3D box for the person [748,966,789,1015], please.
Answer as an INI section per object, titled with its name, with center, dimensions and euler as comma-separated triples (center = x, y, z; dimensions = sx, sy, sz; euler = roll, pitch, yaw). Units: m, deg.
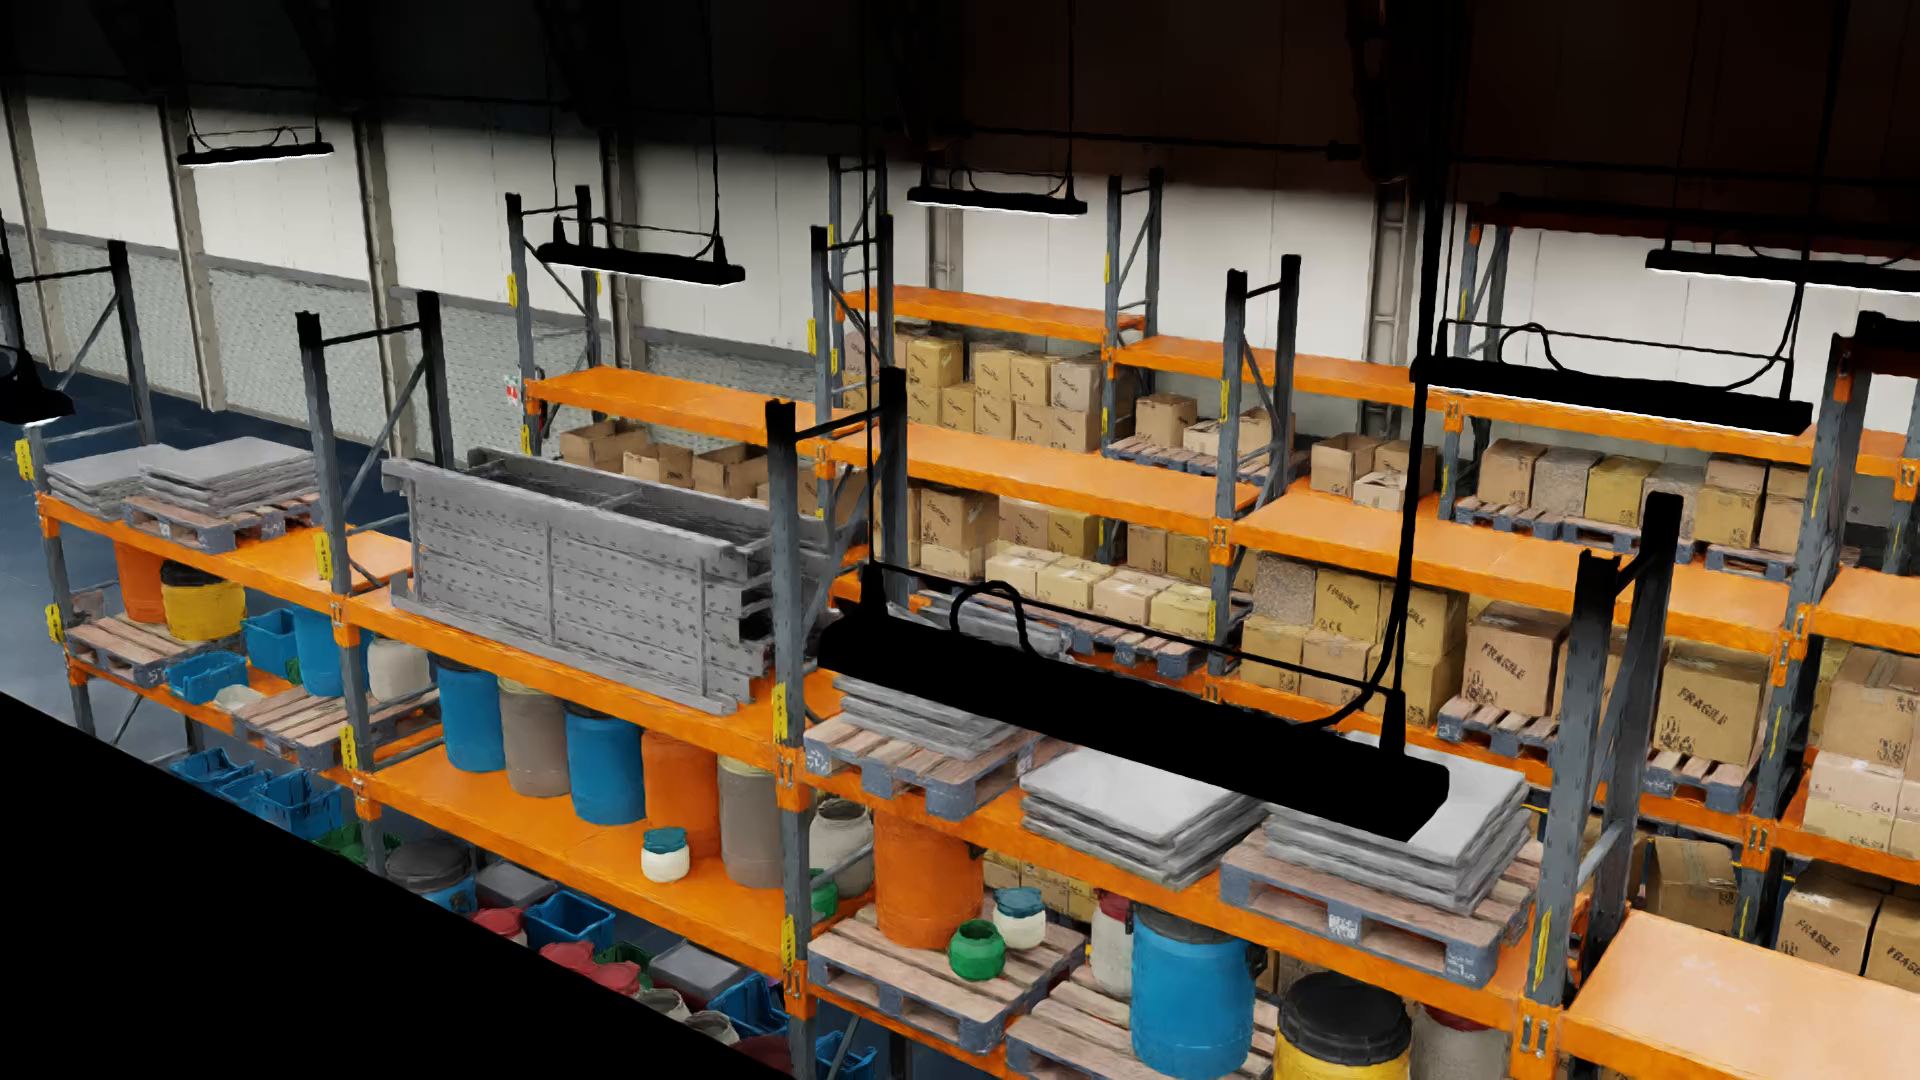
[person]
center = -1.458, 3.317, 12.766
dimensions = 1.037, 1.517, 0.417
euler = 14, 23, 36
